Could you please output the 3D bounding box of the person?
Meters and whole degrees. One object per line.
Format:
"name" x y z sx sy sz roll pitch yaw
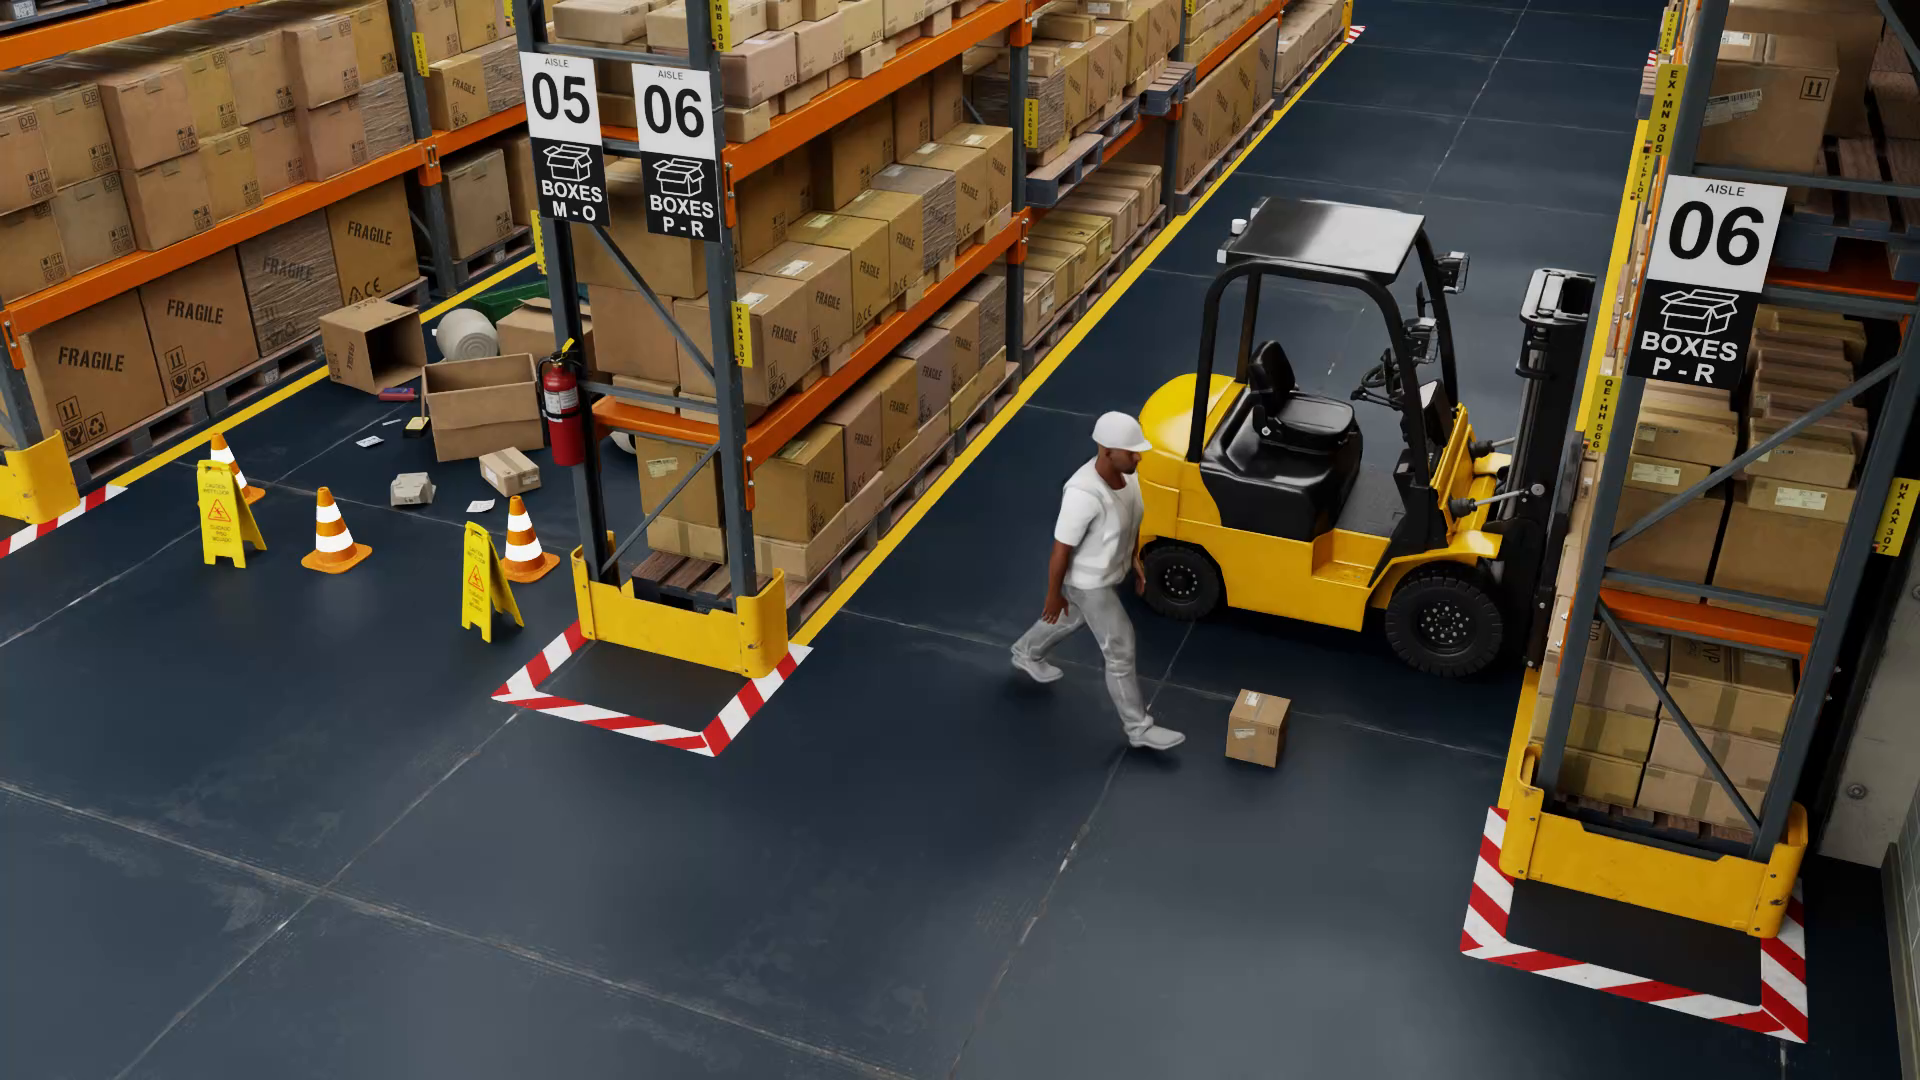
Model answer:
"person" 0.684 0.156 8.122 1.091 1.719 0.596 15 33 24
